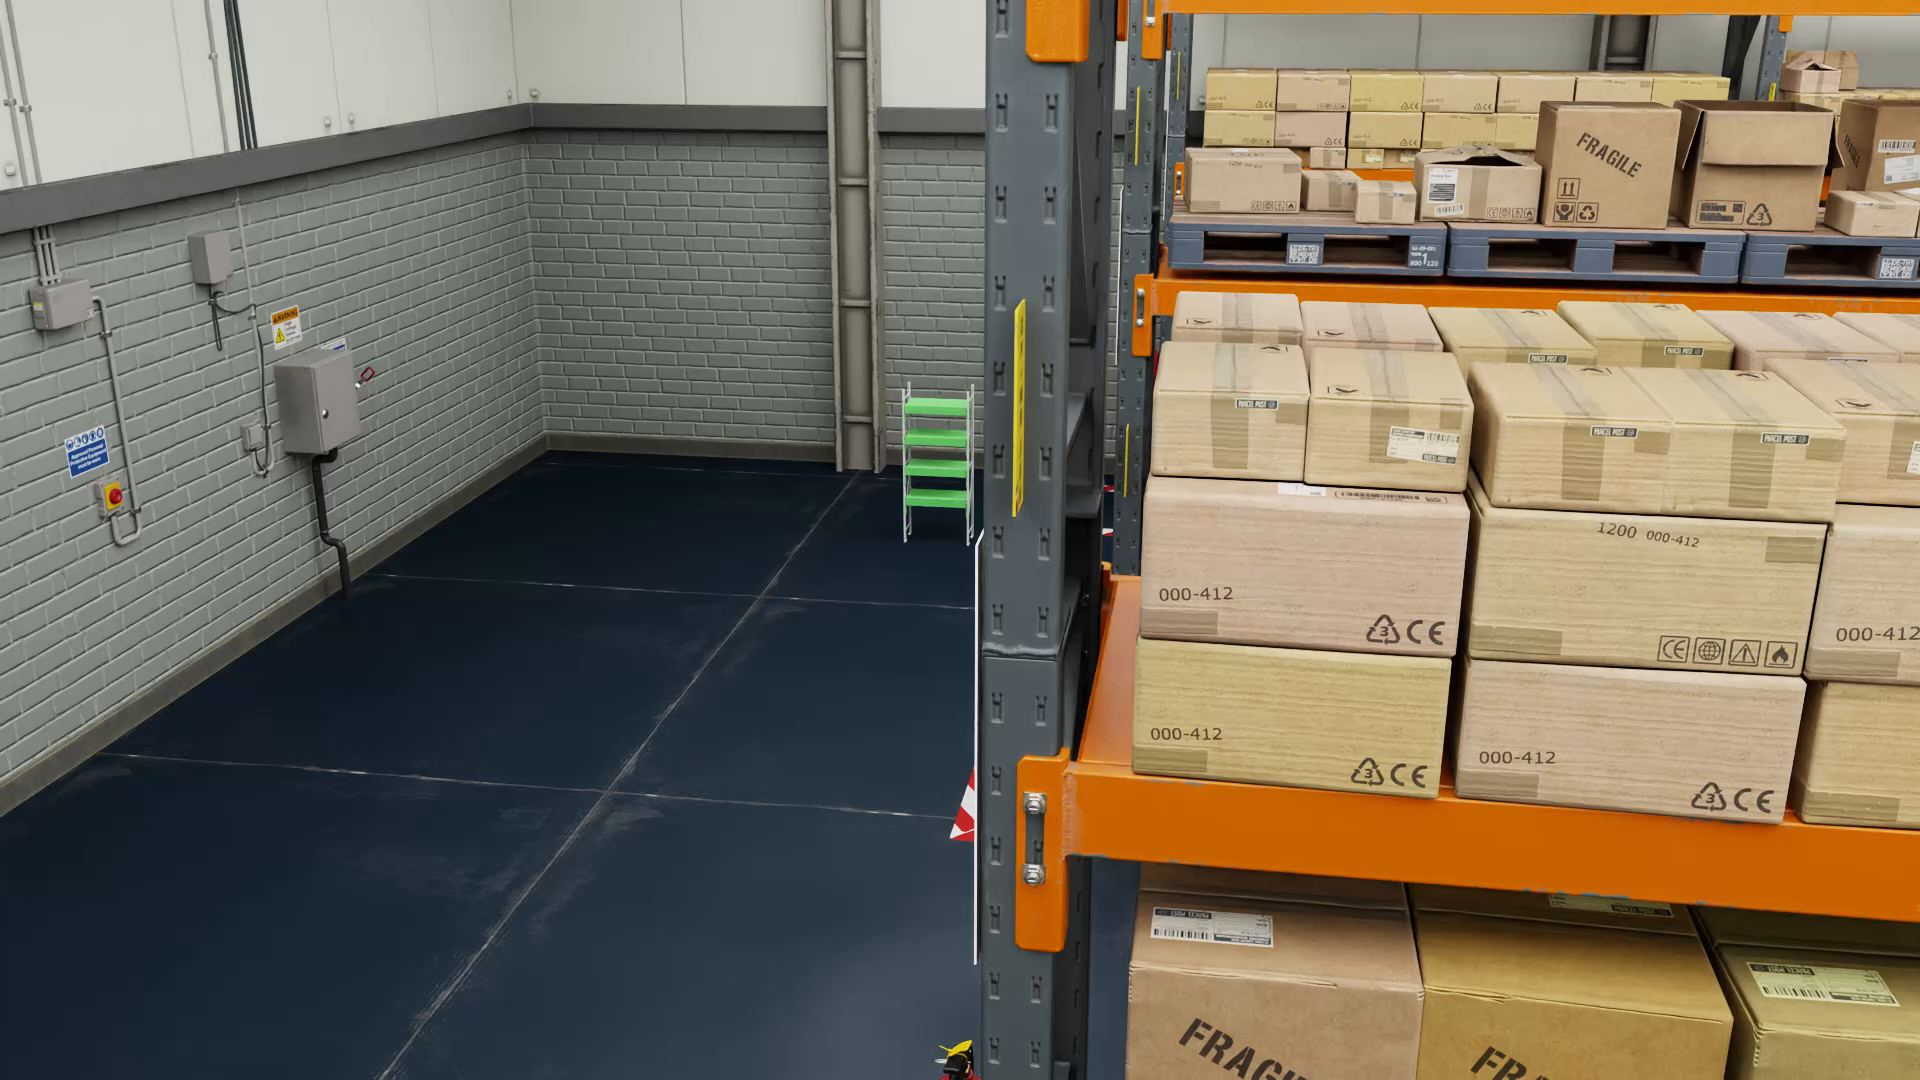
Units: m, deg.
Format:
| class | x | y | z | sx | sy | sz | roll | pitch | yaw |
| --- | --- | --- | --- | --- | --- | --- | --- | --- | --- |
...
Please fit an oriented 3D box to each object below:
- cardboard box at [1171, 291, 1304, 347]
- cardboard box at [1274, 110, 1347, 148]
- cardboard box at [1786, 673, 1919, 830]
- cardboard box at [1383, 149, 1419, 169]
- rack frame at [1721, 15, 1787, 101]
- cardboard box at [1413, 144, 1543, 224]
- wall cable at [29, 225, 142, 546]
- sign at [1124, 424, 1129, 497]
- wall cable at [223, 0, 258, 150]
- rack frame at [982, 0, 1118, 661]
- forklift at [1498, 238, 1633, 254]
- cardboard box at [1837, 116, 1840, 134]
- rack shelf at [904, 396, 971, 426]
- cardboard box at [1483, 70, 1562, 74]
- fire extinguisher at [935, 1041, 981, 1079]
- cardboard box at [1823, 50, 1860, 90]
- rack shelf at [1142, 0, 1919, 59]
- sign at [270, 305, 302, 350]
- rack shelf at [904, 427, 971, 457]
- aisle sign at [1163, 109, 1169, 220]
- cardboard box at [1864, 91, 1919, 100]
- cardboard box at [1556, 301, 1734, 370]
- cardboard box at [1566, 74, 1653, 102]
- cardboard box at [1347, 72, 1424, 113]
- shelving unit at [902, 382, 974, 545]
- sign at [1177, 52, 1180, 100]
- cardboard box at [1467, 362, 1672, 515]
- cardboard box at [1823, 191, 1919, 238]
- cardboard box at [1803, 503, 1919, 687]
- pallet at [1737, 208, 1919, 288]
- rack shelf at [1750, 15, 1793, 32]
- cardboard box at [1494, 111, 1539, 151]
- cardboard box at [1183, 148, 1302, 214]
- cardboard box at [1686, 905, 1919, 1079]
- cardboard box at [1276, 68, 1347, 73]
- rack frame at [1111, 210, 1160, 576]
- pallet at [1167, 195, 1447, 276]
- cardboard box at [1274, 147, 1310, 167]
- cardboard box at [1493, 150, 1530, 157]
| class | x | y | z | sx | sy | sz | roll | pitch | yaw |
| --- | --- | --- | --- | --- | --- | --- | --- | --- | --- |
| cardboard box | 0.553 | -0.390 | 3.333 | 0.250 | 0.149 | 0.380 | 3 | 19 | 8 |
| cardboard box | 2.547 | -3.013 | 12.121 | 0.500 | 0.250 | 0.500 | 3 | 19 | 10 |
| cardboard box | 1.611 | 0.264 | 2.795 | 0.500 | 0.250 | 0.500 | 2 | 19 | 7 |
| cardboard box | 3.182 | -2.790 | 12.084 | 0.250 | 0.149 | 0.380 | 3 | 19 | 8 |
| rack frame | 5.596 | -4.291 | 11.447 | 0.127 | 3.000 | 1.000 | 3 | 19 | 9 |
| cardboard box | 2.333 | -1.628 | 7.536 | 0.500 | 0.311 | 0.500 | 3 | 19 | 10 |
| wall cable | -4.708 | -0.866 | 9.013 | 0.123 | 1.953 | 0.585 | 3 | 19 | 9 |
| sign | 0.769 | -0.367 | 7.684 | 0.005 | 0.325 | 0.100 | 3 | 19 | 9 |
| wall cable | -4.197 | -4.260 | 11.293 | 0.133 | 3.039 | 2.988 | 3 | 19 | 9 |
| rack frame | 0.178 | -1.382 | 2.751 | 0.127 | 3.000 | 1.000 | 3 | 19 | 9 |
| forklift | 3.955 | -0.738 | 10.389 | 3.031 | 2.935 | 1.130 | 2 | 19 | 7 |
| cardboard box | 6.078 | -2.833 | 11.392 | 0.250 | 0.149 | 0.380 | 3 | 19 | 9 |
| rack shelf | -0.163 | -0.972 | 12.506 | 0.480 | 0.148 | 0.258 | 3 | 19 | 9 |
| cardboard box | 4.137 | -3.337 | 12.301 | 0.500 | 0.250 | 0.500 | 3 | 19 | 8 |
| fire extinguisher | 0.002 | 1.520 | 4.244 | 0.183 | 0.674 | 0.296 | 3 | 19 | 9 |
| cardboard box | 6.176 | -3.337 | 11.777 | 0.258 | 0.266 | 0.396 | 3 | 19 | 9 |
| rack shelf | 2.838 | -2.306 | 7.277 | 4.000 | 0.370 | 1.077 | 3 | 19 | 9 |
| sign | -4.444 | -1.405 | 10.972 | 0.001 | 0.242 | 0.339 | 3 | 19 | 9 |
| rack shelf | -0.163 | -0.744 | 12.582 | 0.480 | 0.148 | 0.258 | 3 | 19 | 9 |
| aisle sign | 1.533 | -2.792 | 12.323 | 0.004 | 0.787 | 0.394 | 3 | 19 | 9 |
| cardboard box | 6.340 | -2.968 | 11.326 | 0.250 | 0.149 | 0.380 | 3 | 19 | 8 |
| cardboard box | 1.312 | -0.354 | 3.228 | 0.250 | 0.149 | 0.380 | 3 | 19 | 10 |
| cardboard box | 4.557 | -3.149 | 11.739 | 0.500 | 0.250 | 0.500 | 3 | 19 | 8 |
| cardboard box | 3.043 | -3.224 | 11.963 | 0.500 | 0.250 | 0.500 | 3 | 19 | 8 |
| shelving unit | -0.163 | -0.577 | 12.638 | 0.503 | 1.200 | 0.258 | 3 | 19 | 9 |
| sign | 1.561 | -3.315 | 11.878 | 0.005 | 0.325 | 0.100 | 3 | 19 | 9 |
| cardboard box | 0.967 | -0.172 | 2.681 | 0.250 | 0.149 | 0.380 | 3 | 19 | 9 |
| cardboard box | 3.870 | -1.386 | 7.068 | 0.250 | 0.149 | 0.380 | 3 | 19 | 10 |
| cardboard box | 1.583 | 0.033 | 2.697 | 0.500 | 0.250 | 0.500 | 3 | 19 | 9 |
| pallet | 4.007 | -1.316 | 7.422 | 1.213 | 0.211 | 1.003 | 3 | 19 | 9 |
| rack shelf | 7.571 | -3.660 | 11.324 | 4.000 | 0.370 | 1.077 | 3 | 19 | 9 |
| cardboard box | 4.061 | -2.937 | 11.894 | 0.500 | 0.250 | 0.500 | 3 | 19 | 10 |
| cardboard box | 1.322 | -1.696 | 7.834 | 0.500 | 0.250 | 0.500 | 1 | 19 | 4 |
| cardboard box | 1.588 | 0.963 | 2.996 | 0.500 | 0.500 | 0.500 | 2 | 19 | 7 |
| cardboard box | 2.644 | -3.416 | 12.538 | 0.500 | 0.250 | 0.500 | 2 | 19 | 7 |
| rack frame | 0.863 | -0.093 | 8.352 | 0.127 | 3.000 | 1.000 | 3 | 19 | 9 |
| pallet | 1.597 | -1.439 | 7.789 | 1.213 | 0.211 | 1.003 | 3 | 19 | 9 |
| cardboard box | 2.438 | -2.839 | 12.229 | 0.250 | 0.149 | 0.380 | 3 | 19 | 9 |
| cardboard box | 3.939 | -2.752 | 11.970 | 0.250 | 0.149 | 0.380 | 3 | 19 | 9 |
